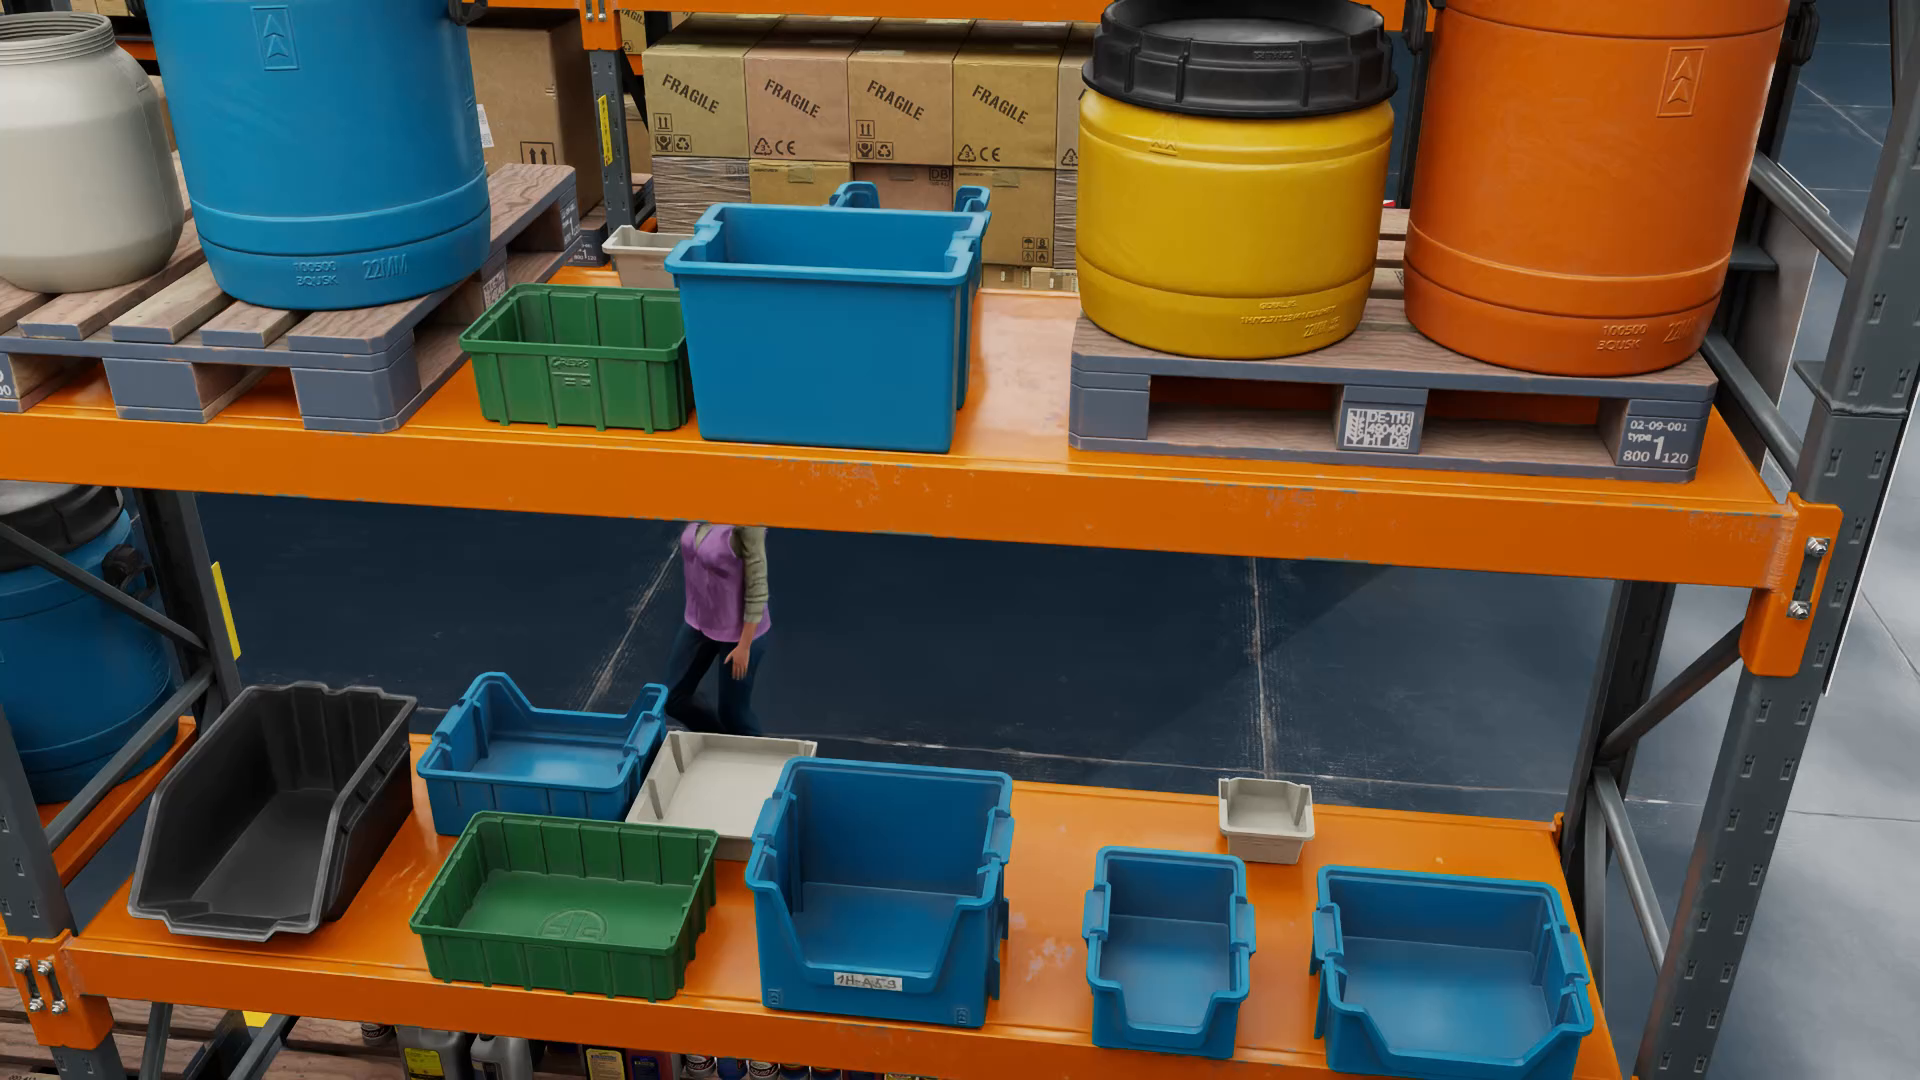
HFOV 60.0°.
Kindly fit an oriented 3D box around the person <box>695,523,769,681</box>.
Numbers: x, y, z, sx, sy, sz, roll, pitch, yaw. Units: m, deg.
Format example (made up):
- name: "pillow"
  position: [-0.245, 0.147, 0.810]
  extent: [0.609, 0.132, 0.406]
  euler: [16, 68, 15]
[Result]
- name: "person"
  position: [-0.910, 0.354, 6.467]
  extent: [0.449, 1.607, 0.344]
  euler: [25, 37, 38]
